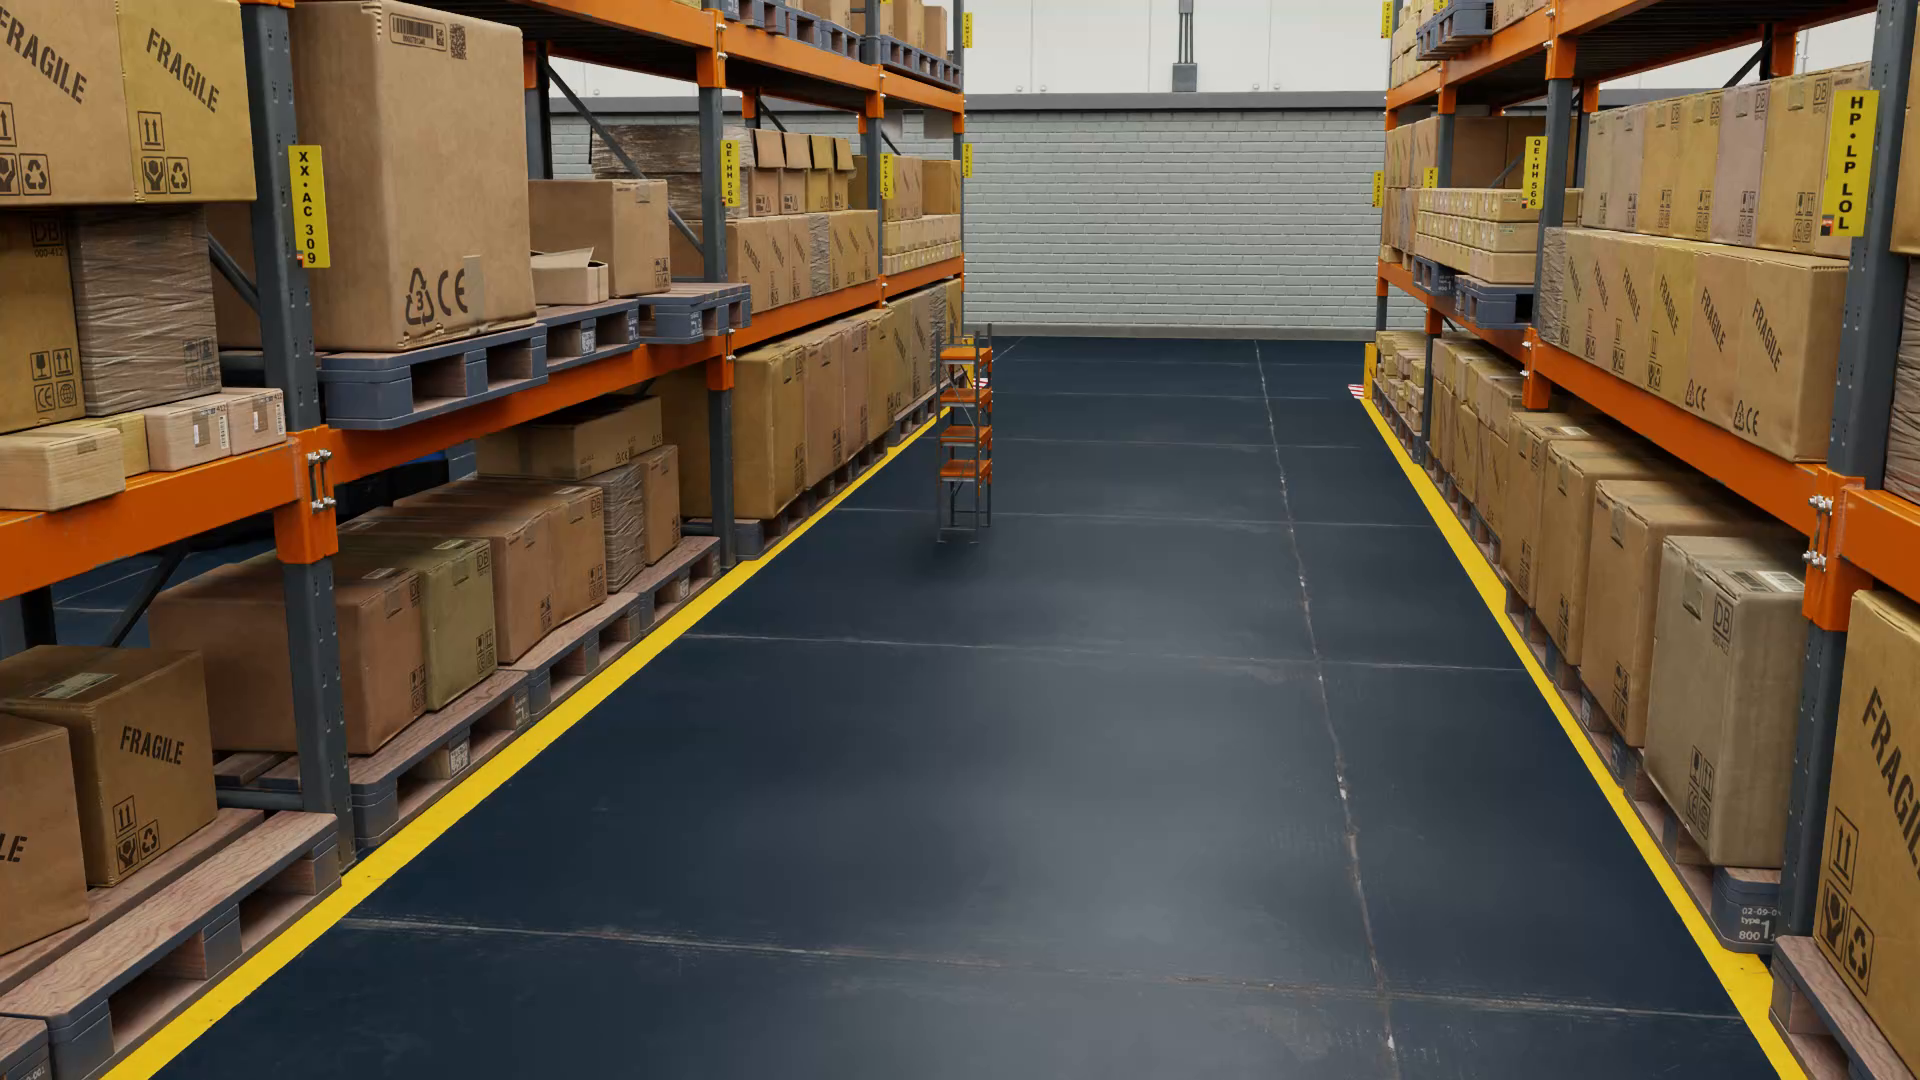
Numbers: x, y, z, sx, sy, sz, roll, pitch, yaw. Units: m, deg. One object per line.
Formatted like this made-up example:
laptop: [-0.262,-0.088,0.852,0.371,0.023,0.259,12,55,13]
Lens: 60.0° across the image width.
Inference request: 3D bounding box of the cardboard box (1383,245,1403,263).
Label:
cardboard box: [3.954,-2.527,14.695,0.380,0.149,0.250,2,12,7]

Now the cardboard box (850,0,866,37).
cardboard box: [-1.019,-4.098,12.799,0.700,0.500,0.500,1,12,5]

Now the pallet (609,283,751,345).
pallet: [-1.700,-1.086,7.868,1.213,0.211,1.003,2,12,9]

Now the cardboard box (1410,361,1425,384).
cardboard box: [3.634,-1.274,12.643,0.380,0.149,0.250,2,12,8]

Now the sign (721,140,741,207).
sign: [-1.158,-1.843,8.366,0.100,0.325,0.005,2,12,9]

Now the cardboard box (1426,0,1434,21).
cardboard box: [3.716,-3.832,12.204,0.500,0.250,0.500,1,12,6]

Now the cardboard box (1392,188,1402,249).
cardboard box: [3.933,-2.711,14.010,0.500,0.500,0.500,2,12,9]

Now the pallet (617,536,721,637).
pallet: [-1.817,0.194,8.091,1.003,0.211,1.213,2,12,9]

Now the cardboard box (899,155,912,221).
cardboard box: [-0.671,-2.797,13.220,0.500,0.500,0.500,2,12,9]

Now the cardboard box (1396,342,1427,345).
cardboard box: [3.907,-1.598,14.147,0.380,0.149,0.250,2,12,11]

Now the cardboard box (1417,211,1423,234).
cardboard box: [3.290,-2.143,11.212,0.380,0.149,0.250,2,12,10]

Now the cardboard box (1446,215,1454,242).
cardboard box: [3.052,-1.818,9.701,0.380,0.149,0.250,2,12,8]

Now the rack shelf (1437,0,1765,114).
rack shelf: [3.498,-2.681,9.400,1.077,0.370,4.000,2,12,9]

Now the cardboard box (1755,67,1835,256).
cardboard box: [2.723,-1.065,4.706,0.700,0.500,0.500,2,12,8]

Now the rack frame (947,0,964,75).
rack frame: [-0.465,-5.929,15.647,1.000,3.000,0.127,2,12,9]

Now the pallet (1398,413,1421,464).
pallet: [3.874,-0.760,12.520,1.003,0.211,1.213,2,12,9]

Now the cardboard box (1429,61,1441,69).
cardboard box: [3.614,-3.486,11.787,0.500,0.250,0.500,2,12,10]

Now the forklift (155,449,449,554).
forklift: [-4.526,-1.465,9.333,1.130,2.935,3.031,10,16,38]

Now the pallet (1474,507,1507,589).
pallet: [3.312,0.051,8.757,1.003,0.211,1.213,2,12,9]

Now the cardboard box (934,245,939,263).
cardboard box: [-0.389,-2.523,14.675,0.380,0.149,0.250,2,12,9]

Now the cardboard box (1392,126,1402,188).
cardboard box: [3.916,-3.200,13.907,0.500,0.500,0.500,2,12,7]

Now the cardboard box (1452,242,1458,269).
cardboard box: [3.014,-1.617,9.474,0.380,0.149,0.250,2,12,10]

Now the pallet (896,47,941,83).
pallet: [-0.754,-4.010,14.072,1.003,0.211,1.213,2,12,9]

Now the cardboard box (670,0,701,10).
cardboard box: [-1.526,-2.618,7.755,0.500,0.250,0.500,2,12,9]

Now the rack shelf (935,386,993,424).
rack shelf: [0.025,-0.774,9.494,0.258,0.148,0.480,2,12,9]

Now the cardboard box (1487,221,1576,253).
cardboard box: [2.816,-1.495,8.205,0.380,0.149,0.250,2,12,10]

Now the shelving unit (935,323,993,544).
shelving unit: [0.025,-0.621,9.527,0.258,1.200,0.503,2,12,9]

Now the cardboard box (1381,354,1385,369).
cardboard box: [3.988,-1.616,14.937,0.380,0.149,0.250,2,12,8]

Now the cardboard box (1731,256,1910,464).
cardboard box: [2.391,-0.483,4.378,0.500,0.500,0.500,2,12,8]

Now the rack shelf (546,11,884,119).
rack shelf: [-1.388,-2.862,10.243,1.077,0.370,4.000,2,12,9]

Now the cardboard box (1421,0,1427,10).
cardboard box: [3.757,-4.159,12.774,0.380,0.149,0.250,2,12,8]

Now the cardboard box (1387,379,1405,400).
cardboard box: [3.816,-1.264,14.009,0.380,0.149,0.250,1,12,6]

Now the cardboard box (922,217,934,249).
cardboard box: [-0.510,-2.639,14.270,0.500,0.250,0.500,2,12,9]

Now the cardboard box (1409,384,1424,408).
cardboard box: [3.569,-1.072,12.412,0.380,0.149,0.250,1,12,6]

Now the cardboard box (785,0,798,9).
cardboard box: [-1.402,-3.480,10.157,0.797,0.503,0.637,2,12,8]

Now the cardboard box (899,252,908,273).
cardboard box: [-0.626,-2.202,13.186,0.380,0.149,0.250,2,12,11]

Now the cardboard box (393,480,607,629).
cardboard box: [-1.932,0.050,7.032,0.700,0.500,0.500,3,13,13]

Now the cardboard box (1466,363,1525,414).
cardboard box: [3.197,-0.861,9.527,0.500,0.250,0.500,2,12,10]

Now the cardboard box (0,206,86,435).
cardboard box: [-2.553,-0.499,3.743,0.875,0.500,0.500,2,12,9]

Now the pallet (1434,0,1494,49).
pallet: [3.449,-3.016,9.693,1.213,0.211,1.003,2,12,9]

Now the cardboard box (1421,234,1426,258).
cardboard box: [3.253,-1.940,10.974,0.380,0.149,0.250,2,12,10]

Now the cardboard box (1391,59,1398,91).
cardboard box: [4.099,-4.123,14.740,0.500,0.250,0.500,2,12,11]

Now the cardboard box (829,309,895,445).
cardboard box: [-1.159,-1.197,11.974,1.225,0.875,0.875,2,12,9]

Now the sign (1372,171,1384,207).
sign: [3.884,-3.256,15.426,0.100,0.325,0.005,2,12,9]

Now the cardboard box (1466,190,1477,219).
cardboard box: [2.931,-1.802,8.924,0.380,0.149,0.250,2,12,10]

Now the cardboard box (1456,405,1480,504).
cardboard box: [3.182,-0.497,9.617,0.500,0.500,0.500,1,12,6]

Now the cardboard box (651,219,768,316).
cardboard box: [-1.352,-1.473,8.970,0.500,0.500,0.500,2,12,10]

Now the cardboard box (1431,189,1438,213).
cardboard box: [3.170,-2.125,10.422,0.380,0.149,0.250,2,12,8]

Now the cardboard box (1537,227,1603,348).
cardboard box: [2.854,-1.114,7.305,0.500,0.500,0.500,2,12,9]

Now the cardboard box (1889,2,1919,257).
cardboard box: [2.484,-0.843,3.364,0.875,0.550,0.550,2,12,9]

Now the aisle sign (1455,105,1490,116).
aisle sign: [4.728,-4.091,15.187,0.394,0.787,0.004,2,12,9]

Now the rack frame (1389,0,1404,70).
rack frame: [4.420,-5.748,14.804,1.000,3.000,0.127,2,12,9]

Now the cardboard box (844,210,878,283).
cardboard box: [-0.882,-2.107,11.912,0.500,0.500,0.500,2,12,9]
